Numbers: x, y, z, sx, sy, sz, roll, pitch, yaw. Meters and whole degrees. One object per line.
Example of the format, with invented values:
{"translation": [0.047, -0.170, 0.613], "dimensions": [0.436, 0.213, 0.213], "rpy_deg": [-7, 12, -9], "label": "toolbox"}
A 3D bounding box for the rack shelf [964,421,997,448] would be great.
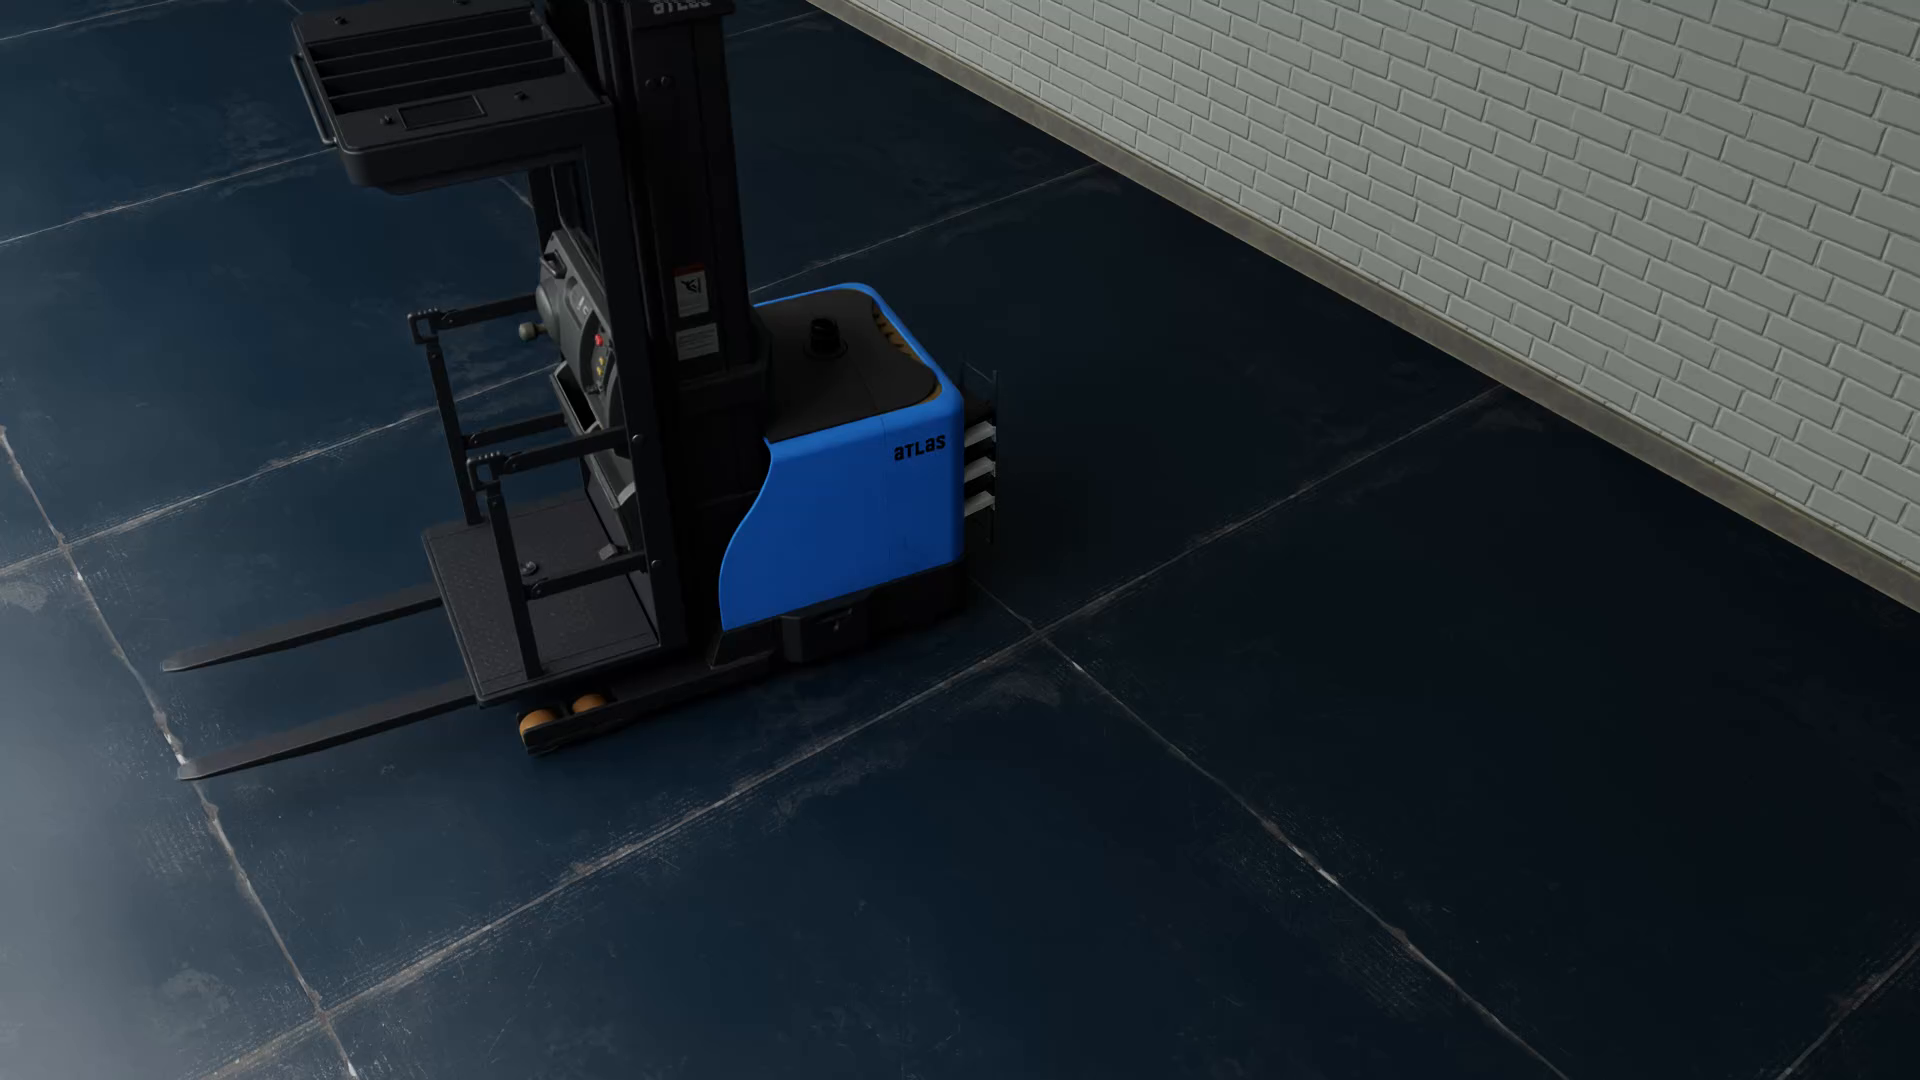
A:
{"translation": [-0.006, -0.458, 6.868], "dimensions": [0.200, 0.077, 0.258], "rpy_deg": [-26, 46, -28], "label": "rack shelf"}

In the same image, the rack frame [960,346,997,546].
{"translation": [0.074, -0.384, 7.009], "dimensions": [0.006, 0.900, 0.240], "rpy_deg": [-26, 46, -28], "label": "rack frame"}

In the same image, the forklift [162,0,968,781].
{"translation": [-1.528, -0.714, 5.810], "dimensions": [3.031, 2.935, 1.130], "rpy_deg": [-17, 42, -19], "label": "forklift"}

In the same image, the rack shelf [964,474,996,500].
{"translation": [-0.006, -0.249, 7.039], "dimensions": [0.200, 0.077, 0.258], "rpy_deg": [-26, 46, -28], "label": "rack shelf"}

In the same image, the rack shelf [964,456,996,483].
{"translation": [-0.006, -0.319, 6.982], "dimensions": [0.200, 0.077, 0.258], "rpy_deg": [-26, 46, -28], "label": "rack shelf"}

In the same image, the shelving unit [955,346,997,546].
{"translation": [-0.006, -0.345, 6.961], "dimensions": [0.210, 0.900, 0.258], "rpy_deg": [-26, 46, -28], "label": "shelving unit"}

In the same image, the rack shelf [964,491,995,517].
{"translation": [-0.006, -0.180, 7.096], "dimensions": [0.200, 0.077, 0.258], "rpy_deg": [-26, 46, -28], "label": "rack shelf"}

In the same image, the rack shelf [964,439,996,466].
{"translation": [-0.006, -0.389, 6.925], "dimensions": [0.200, 0.077, 0.258], "rpy_deg": [-26, 46, -28], "label": "rack shelf"}

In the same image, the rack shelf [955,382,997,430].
{"translation": [-0.006, -0.528, 6.811], "dimensions": [0.200, 0.077, 0.258], "rpy_deg": [-26, 46, -28], "label": "rack shelf"}
